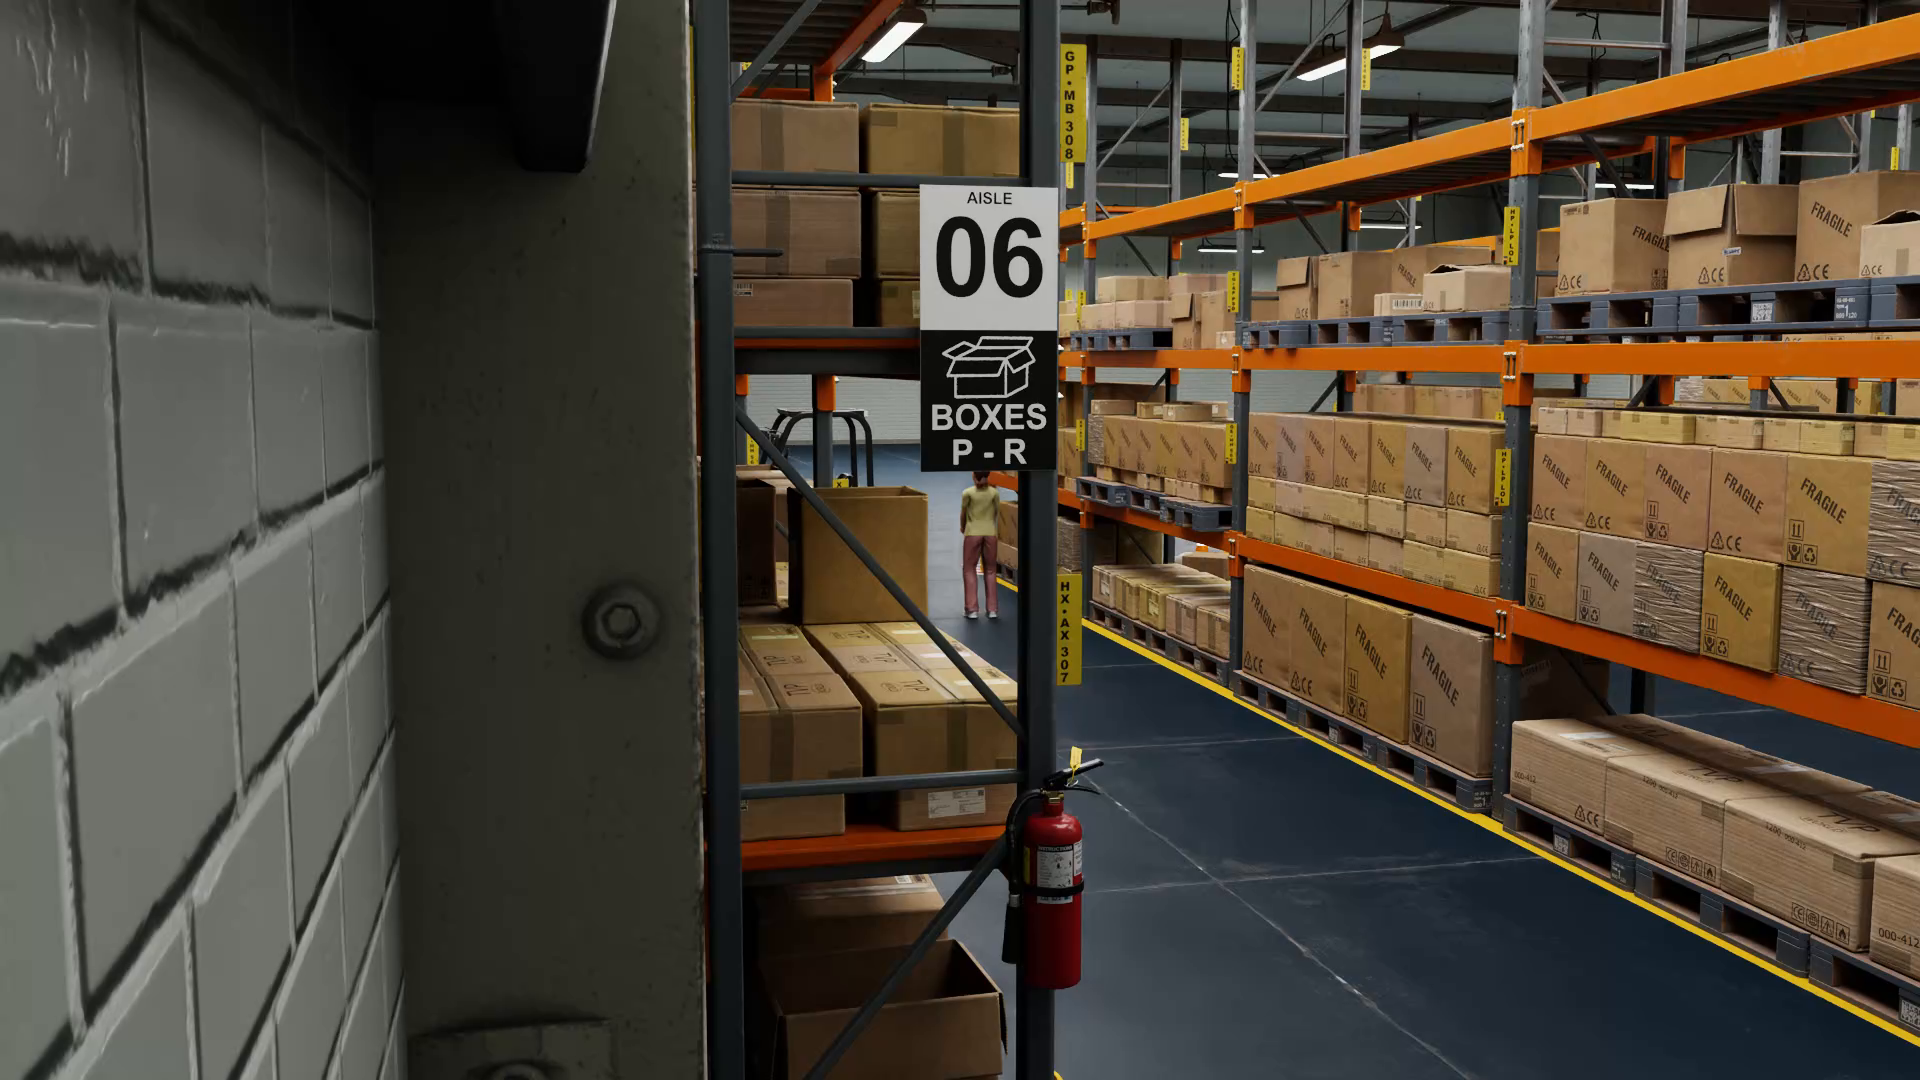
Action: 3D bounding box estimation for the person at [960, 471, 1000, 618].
[{"bbox_3d":[0.202,-0.013,17.611,0.425,1.664,0.551,-1,6,-13],"label":"person"}]
